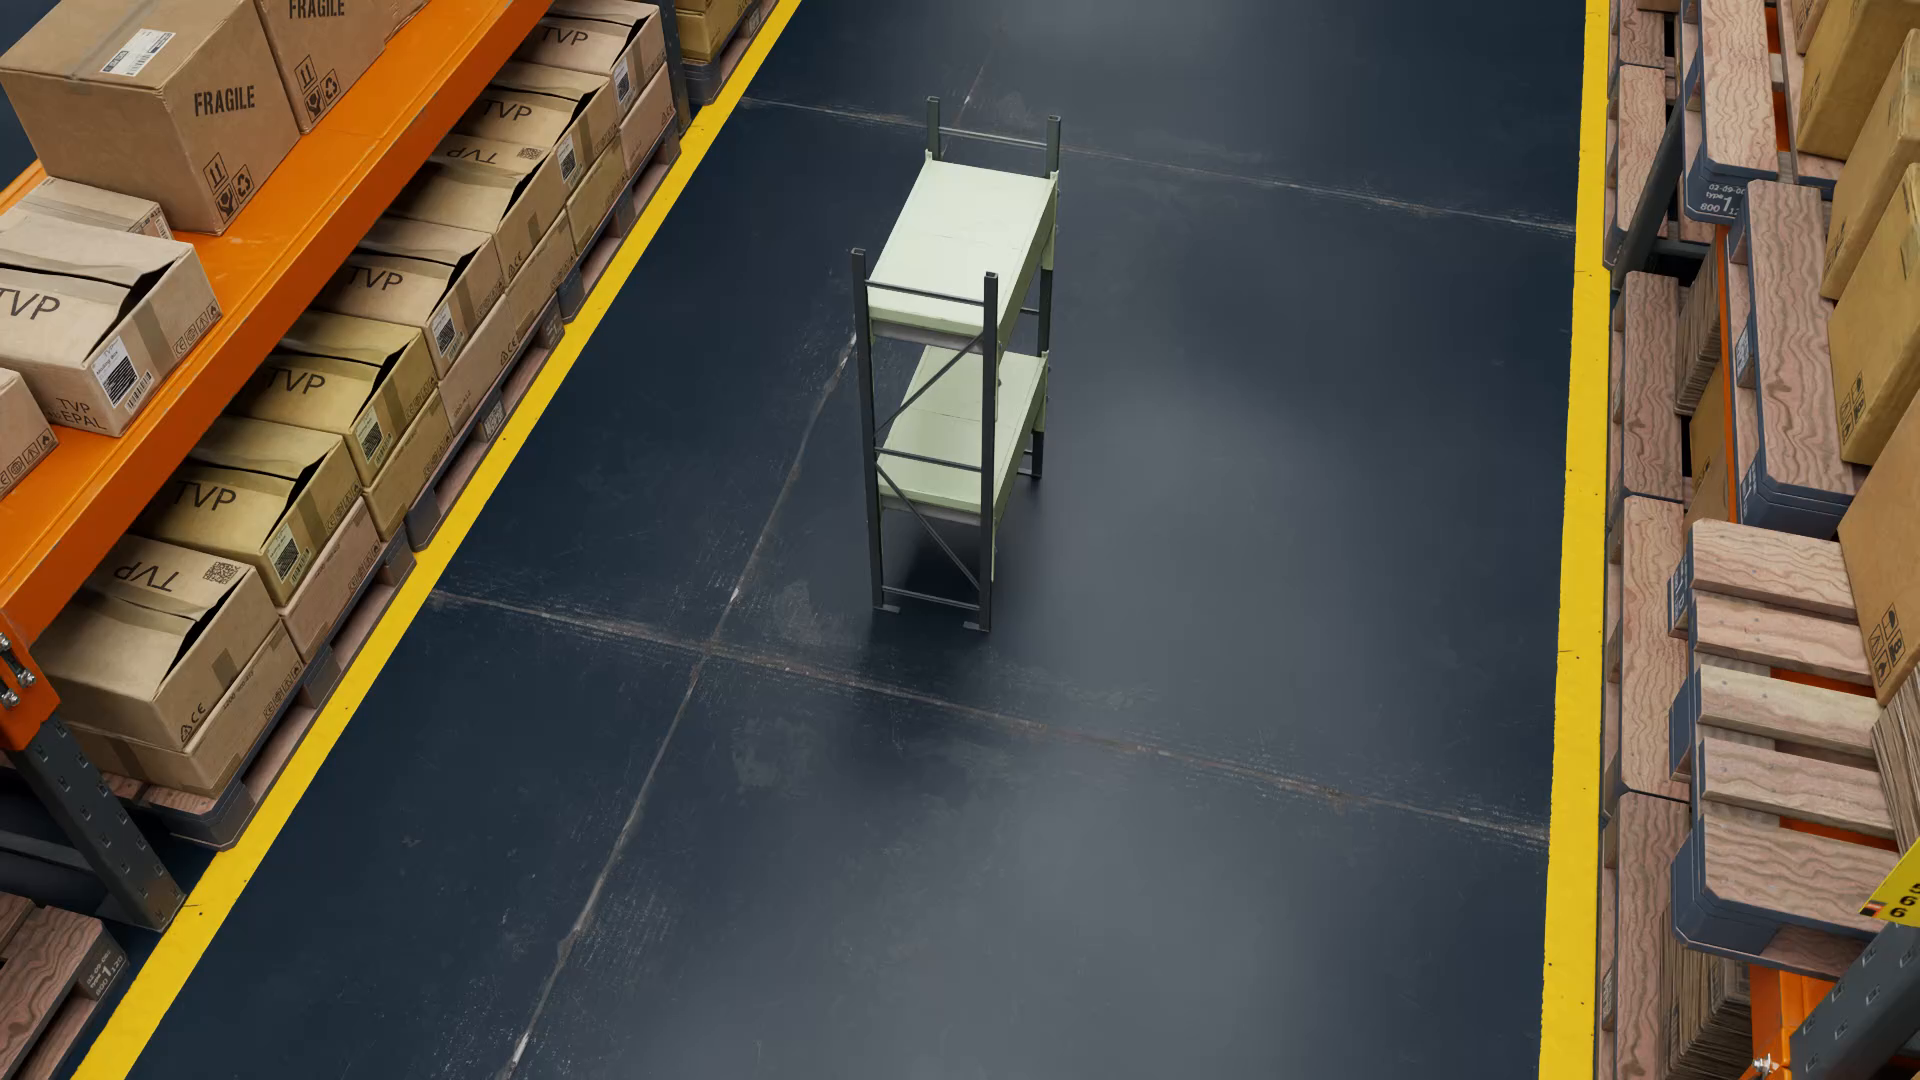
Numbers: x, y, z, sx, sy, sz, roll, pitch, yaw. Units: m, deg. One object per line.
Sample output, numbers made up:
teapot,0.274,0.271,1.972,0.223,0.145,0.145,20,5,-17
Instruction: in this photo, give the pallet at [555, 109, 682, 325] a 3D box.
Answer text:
pallet,-1.845,-1.437,6.878,1.003,0.211,1.213,12,50,10

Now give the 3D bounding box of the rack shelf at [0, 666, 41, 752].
rack shelf,-3.268,1.677,2.749,1.077,0.370,4.000,12,50,10

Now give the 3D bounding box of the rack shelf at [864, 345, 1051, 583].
rack shelf,0.002,-0.285,5.436,0.431,0.370,0.720,12,50,10

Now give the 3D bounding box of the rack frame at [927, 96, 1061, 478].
rack frame,0.098,-0.766,5.426,0.400,1.500,0.023,12,50,10

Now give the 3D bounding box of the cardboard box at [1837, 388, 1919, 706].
cardboard box,2.273,0.037,3.356,0.700,0.500,0.500,7,49,6

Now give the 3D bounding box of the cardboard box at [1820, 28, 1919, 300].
cardboard box,2.627,-0.858,4.146,0.700,0.500,0.500,18,51,15

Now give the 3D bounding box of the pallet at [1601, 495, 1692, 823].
pallet,2.568,0.446,5.216,1.003,0.211,1.213,12,50,10

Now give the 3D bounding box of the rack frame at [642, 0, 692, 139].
rack frame,-1.689,-2.901,6.309,1.000,3.000,0.127,12,50,10

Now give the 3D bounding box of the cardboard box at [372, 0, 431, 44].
cardboard box,-2.046,-2.000,5.448,0.500,0.500,0.500,15,50,13

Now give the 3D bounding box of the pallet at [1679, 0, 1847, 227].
pallet,2.749,-1.338,5.058,1.003,0.211,1.213,12,50,10

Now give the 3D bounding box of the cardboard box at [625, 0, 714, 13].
cardboard box,-1.265,-2.651,7.143,0.500,0.500,0.500,12,50,10

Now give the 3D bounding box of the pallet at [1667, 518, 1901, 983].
pallet,2.123,0.495,3.441,1.213,0.211,1.003,12,50,10

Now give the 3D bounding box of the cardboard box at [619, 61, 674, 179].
cardboard box,-1.519,-1.773,6.868,0.500,0.250,0.500,11,50,10

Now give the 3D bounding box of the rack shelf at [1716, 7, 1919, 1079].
rack shelf,2.565,-0.241,4.442,1.077,0.370,4.000,12,50,10

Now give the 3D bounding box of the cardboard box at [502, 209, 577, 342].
cardboard box,-1.788,-1.037,6.218,0.500,0.250,0.500,13,50,11

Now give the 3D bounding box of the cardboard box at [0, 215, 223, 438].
cardboard box,-2.320,-0.587,4.326,0.500,0.311,0.500,11,49,10

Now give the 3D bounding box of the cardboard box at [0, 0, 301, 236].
cardboard box,-2.316,-1.257,4.792,0.500,0.500,0.500,9,49,8

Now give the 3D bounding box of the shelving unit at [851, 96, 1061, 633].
shelving unit,0.002,-0.501,5.192,0.431,1.500,0.755,12,50,10

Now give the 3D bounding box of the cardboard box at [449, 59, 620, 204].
cardboard box,-1.650,-1.588,6.331,0.500,0.311,0.500,13,50,11

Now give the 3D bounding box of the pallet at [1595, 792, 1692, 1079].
pallet,2.245,1.325,4.440,1.003,0.211,1.213,12,50,10

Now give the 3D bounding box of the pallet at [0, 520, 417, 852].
pallet,-2.488,0.328,5.320,1.003,0.211,1.213,12,50,10

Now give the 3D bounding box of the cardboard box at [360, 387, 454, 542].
cardboard box,-2.058,-0.298,5.566,0.500,0.250,0.500,10,49,9

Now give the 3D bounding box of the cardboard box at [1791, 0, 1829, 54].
cardboard box,2.924,-1.743,4.928,0.700,0.500,0.500,12,50,10

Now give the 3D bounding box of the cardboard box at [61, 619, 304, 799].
cardboard box,-2.321,0.443,4.912,0.500,0.250,0.500,11,50,10

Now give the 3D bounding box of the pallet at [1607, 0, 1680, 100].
pallet,3.553,-2.381,7.711,1.003,0.211,1.213,12,50,10

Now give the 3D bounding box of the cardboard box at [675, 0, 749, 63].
cardboard box,-1.274,-2.405,7.426,0.500,0.250,0.500,12,50,10

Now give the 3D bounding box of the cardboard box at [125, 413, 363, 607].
cardboard box,-2.191,-0.124,5.039,0.500,0.311,0.500,10,49,9

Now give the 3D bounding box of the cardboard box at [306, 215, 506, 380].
cardboard box,-1.919,-0.865,5.692,0.500,0.311,0.500,11,49,10

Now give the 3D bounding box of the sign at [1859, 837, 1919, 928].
sign,1.512,0.510,2.579,0.100,0.325,0.005,12,50,10

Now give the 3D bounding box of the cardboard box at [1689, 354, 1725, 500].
cardboard box,2.826,-0.325,5.410,0.700,0.500,0.500,11,49,9

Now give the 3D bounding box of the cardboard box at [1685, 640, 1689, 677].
cardboard box,2.529,0.403,4.767,0.700,0.500,0.500,11,50,10

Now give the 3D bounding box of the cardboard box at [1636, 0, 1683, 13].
cardboard box,3.483,-2.722,7.525,0.700,0.500,0.500,9,49,8
